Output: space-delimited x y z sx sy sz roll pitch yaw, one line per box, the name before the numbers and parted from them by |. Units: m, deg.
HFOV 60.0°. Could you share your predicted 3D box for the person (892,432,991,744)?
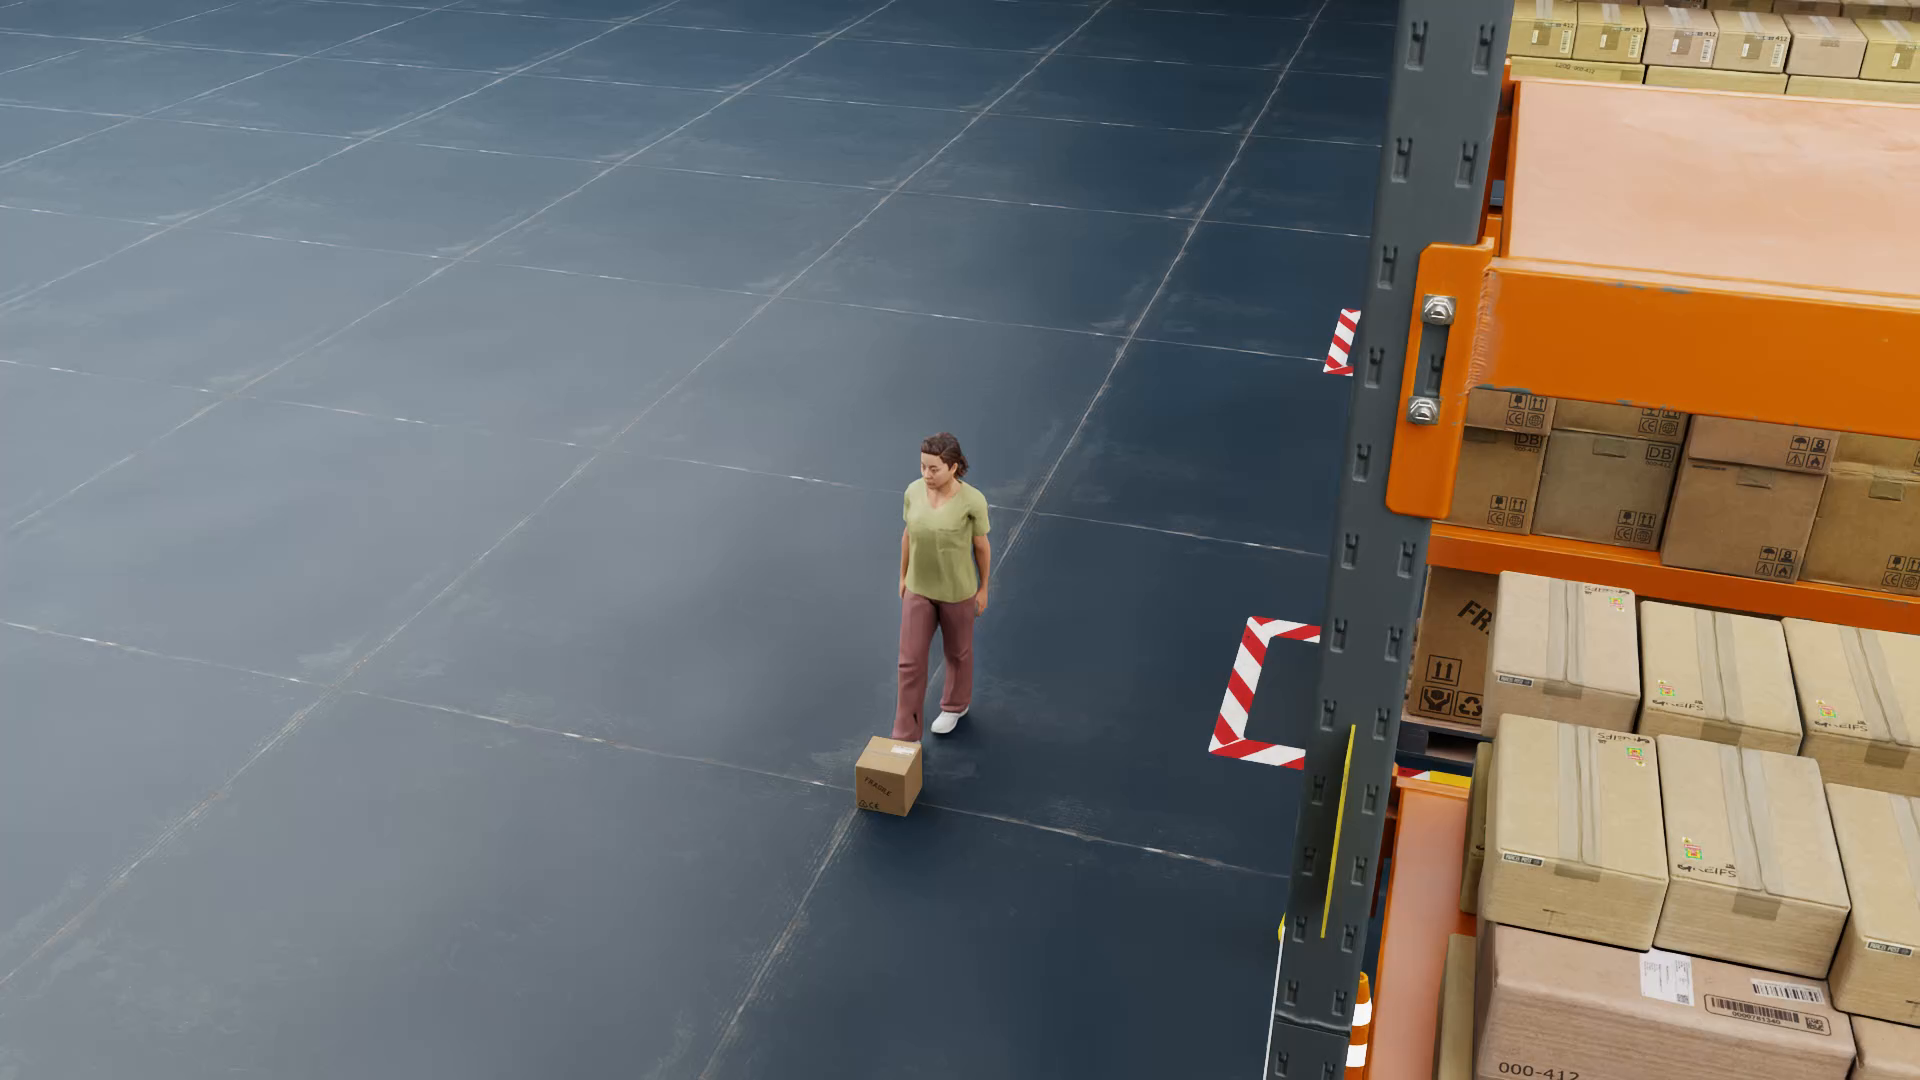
person | -0.134 0.299 7.952 0.462 1.664 0.725 9 31 16
